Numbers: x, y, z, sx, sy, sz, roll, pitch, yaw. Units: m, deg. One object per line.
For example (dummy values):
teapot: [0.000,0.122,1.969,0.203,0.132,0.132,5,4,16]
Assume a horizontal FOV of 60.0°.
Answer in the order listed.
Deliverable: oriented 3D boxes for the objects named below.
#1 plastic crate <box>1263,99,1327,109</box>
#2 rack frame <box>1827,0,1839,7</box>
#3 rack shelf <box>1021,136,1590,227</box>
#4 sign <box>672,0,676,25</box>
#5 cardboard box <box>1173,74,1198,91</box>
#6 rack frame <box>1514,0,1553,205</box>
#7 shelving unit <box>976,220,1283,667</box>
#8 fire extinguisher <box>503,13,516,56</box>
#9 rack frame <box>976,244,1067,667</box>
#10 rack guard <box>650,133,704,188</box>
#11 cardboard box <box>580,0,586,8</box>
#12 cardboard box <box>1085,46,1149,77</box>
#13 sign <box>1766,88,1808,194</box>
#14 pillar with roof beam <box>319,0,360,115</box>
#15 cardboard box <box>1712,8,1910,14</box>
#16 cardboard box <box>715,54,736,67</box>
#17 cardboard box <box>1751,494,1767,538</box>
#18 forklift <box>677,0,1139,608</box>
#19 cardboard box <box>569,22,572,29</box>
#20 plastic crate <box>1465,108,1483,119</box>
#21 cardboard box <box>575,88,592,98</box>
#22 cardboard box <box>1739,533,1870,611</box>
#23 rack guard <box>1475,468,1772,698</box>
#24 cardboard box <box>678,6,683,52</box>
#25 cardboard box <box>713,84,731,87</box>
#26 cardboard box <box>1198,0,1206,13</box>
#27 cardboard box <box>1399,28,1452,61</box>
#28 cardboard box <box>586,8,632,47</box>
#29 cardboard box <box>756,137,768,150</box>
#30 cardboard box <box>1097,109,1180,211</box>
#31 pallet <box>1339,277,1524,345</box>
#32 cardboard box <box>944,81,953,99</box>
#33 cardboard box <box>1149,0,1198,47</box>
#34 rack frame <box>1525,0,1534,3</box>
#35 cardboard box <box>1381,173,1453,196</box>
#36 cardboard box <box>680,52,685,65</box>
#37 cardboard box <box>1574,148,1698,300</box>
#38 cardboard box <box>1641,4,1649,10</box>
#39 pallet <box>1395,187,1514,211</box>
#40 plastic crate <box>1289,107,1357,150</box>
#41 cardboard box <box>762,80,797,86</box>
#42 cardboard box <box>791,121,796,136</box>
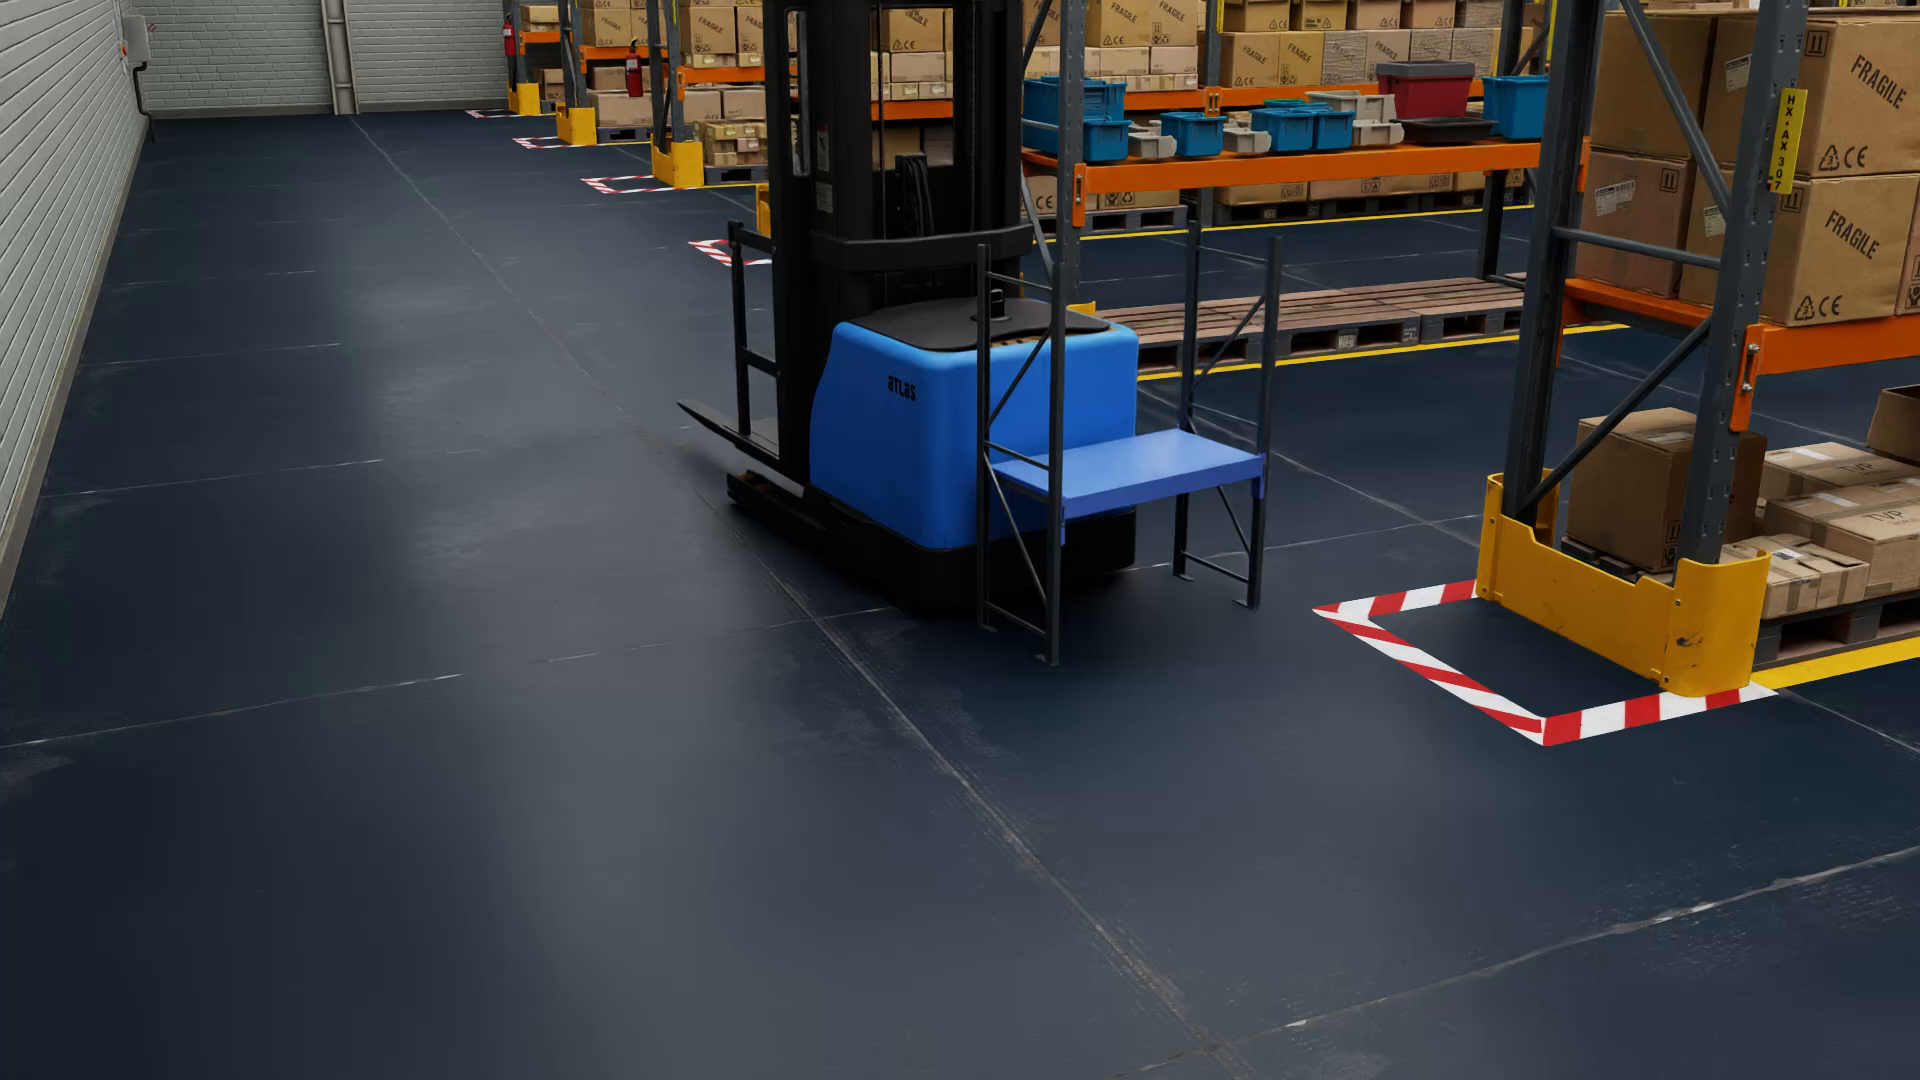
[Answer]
plastic crate: [2.260,-2.845,11.248,0.300,0.233,0.416,-8,21,-22]
rack frame: [9.532,-5.637,19.014,0.127,3.000,1.000,-8,21,-22]
rack shelf: [2.312,-2.471,11.108,4.000,0.370,1.077,-8,21,-22]
sign: [-3.143,-5.827,18.250,0.005,0.325,0.100,-8,21,-22]
cardboard box: [2.037,-4.326,15.669,0.250,0.149,0.380,-8,21,-22]
rack frame: [5.860,-5.110,17.519,0.127,3.000,1.000,-8,21,-22]
shelving unit: [0.638,-0.399,6.398,1.048,1.500,0.538,-13,23,-32]
fire extinguisher: [-7.333,-8.221,27.031,0.183,0.674,0.296,-8,21,-22]
rack frame: [0.215,-0.305,6.131,0.032,1.500,0.500,-13,23,-32]
rack guard: [-3.288,-4.415,19.308,0.348,0.500,1.175,-8,21,-22]
cardboard box: [-5.063,-7.735,23.317,0.500,0.500,0.500,-7,21,-20]
cardboard box: [1.411,-4.447,15.413,0.500,0.250,0.500,-7,21,-20]
sign: [2.650,-1.279,5.336,0.005,0.325,0.100,-8,21,-22]
pillar with roof beam: [-8.508,-10.030,22.459,0.400,9.000,9.100,-8,21,-22]
cardboard box: [3.198,-1.764,6.361,0.500,0.500,0.500,-8,21,-20]
cardboard box: [-2.713,-5.454,18.874,0.250,0.149,0.380,-7,21,-20]
cardboard box: [3.244,-0.080,6.837,0.250,0.166,0.380,-8,21,-22]
forklift: [-0.456,-1.554,7.522,1.130,2.935,3.031,-11,22,-29]
cardboard box: [-6.528,-8.527,27.601,0.250,0.149,0.380,-8,21,-23]
plastic crate: [3.665,-2.960,11.719,0.243,0.136,0.396,-8,21,-22]
cardboard box: [-6.376,-7.542,28.086,0.250,0.149,0.380,-9,21,-24]
cardboard box: [3.185,0.109,6.299,0.250,0.166,0.380,-8,21,-22]
rack guard: [2.504,0.133,6.393,0.348,0.500,1.175,-8,21,-22]
cardboard box: [-3.047,-5.909,19.189,0.500,0.500,0.500,-8,21,-21]
cardboard box: [-4.103,-7.810,28.847,0.250,0.149,0.380,-9,21,-24]
cardboard box: [3.004,-6.689,20.853,0.250,0.149,0.380,-7,21,-20]
cardboard box: [4.569,-4.884,16.726,0.500,0.500,0.500,-9,21,-24]
cardboard box: [-4.857,-7.103,23.028,0.500,0.500,0.500,-8,21,-22]
cardboard box: [-2.312,-4.646,19.413,0.250,0.149,0.380,-8,21,-21]
cardboard box: [1.549,-3.718,16.131,0.875,0.875,0.875,-8,21,-22]
pallet: [3.489,-1.650,11.890,1.213,0.211,1.003,-8,21,-22]
cardboard box: [-0.087,-4.021,14.805,0.250,0.149,0.380,-9,21,-23]
cardboard box: [1.871,-4.865,15.473,0.500,0.500,0.500,-8,21,-20]
rack frame: [7.661,-7.162,23.347,0.127,3.000,1.000,-8,21,-22]
cardboard box: [4.396,-4.107,17.236,0.875,0.875,1.225,-8,21,-22]
cardboard box: [-3.170,-5.594,19.272,0.250,0.149,0.380,-8,21,-22]
cardboard box: [2.738,-1.226,6.336,0.500,0.500,0.500,-7,21,-20]
cardboard box: [9.480,-7.500,24.080,0.500,0.550,0.875,-8,21,-22]
pallet: [5.106,-3.714,17.753,1.213,0.211,1.003,-8,21,-22]
plastic crate: [2.318,-2.642,10.670,0.300,0.233,0.416,-8,21,-22]
cardboard box: [-3.175,-8.133,29.237,0.500,0.500,0.500,-7,21,-20]
cardboard box: [-2.060,-4.808,19.425,0.250,0.149,0.380,-9,21,-25]
